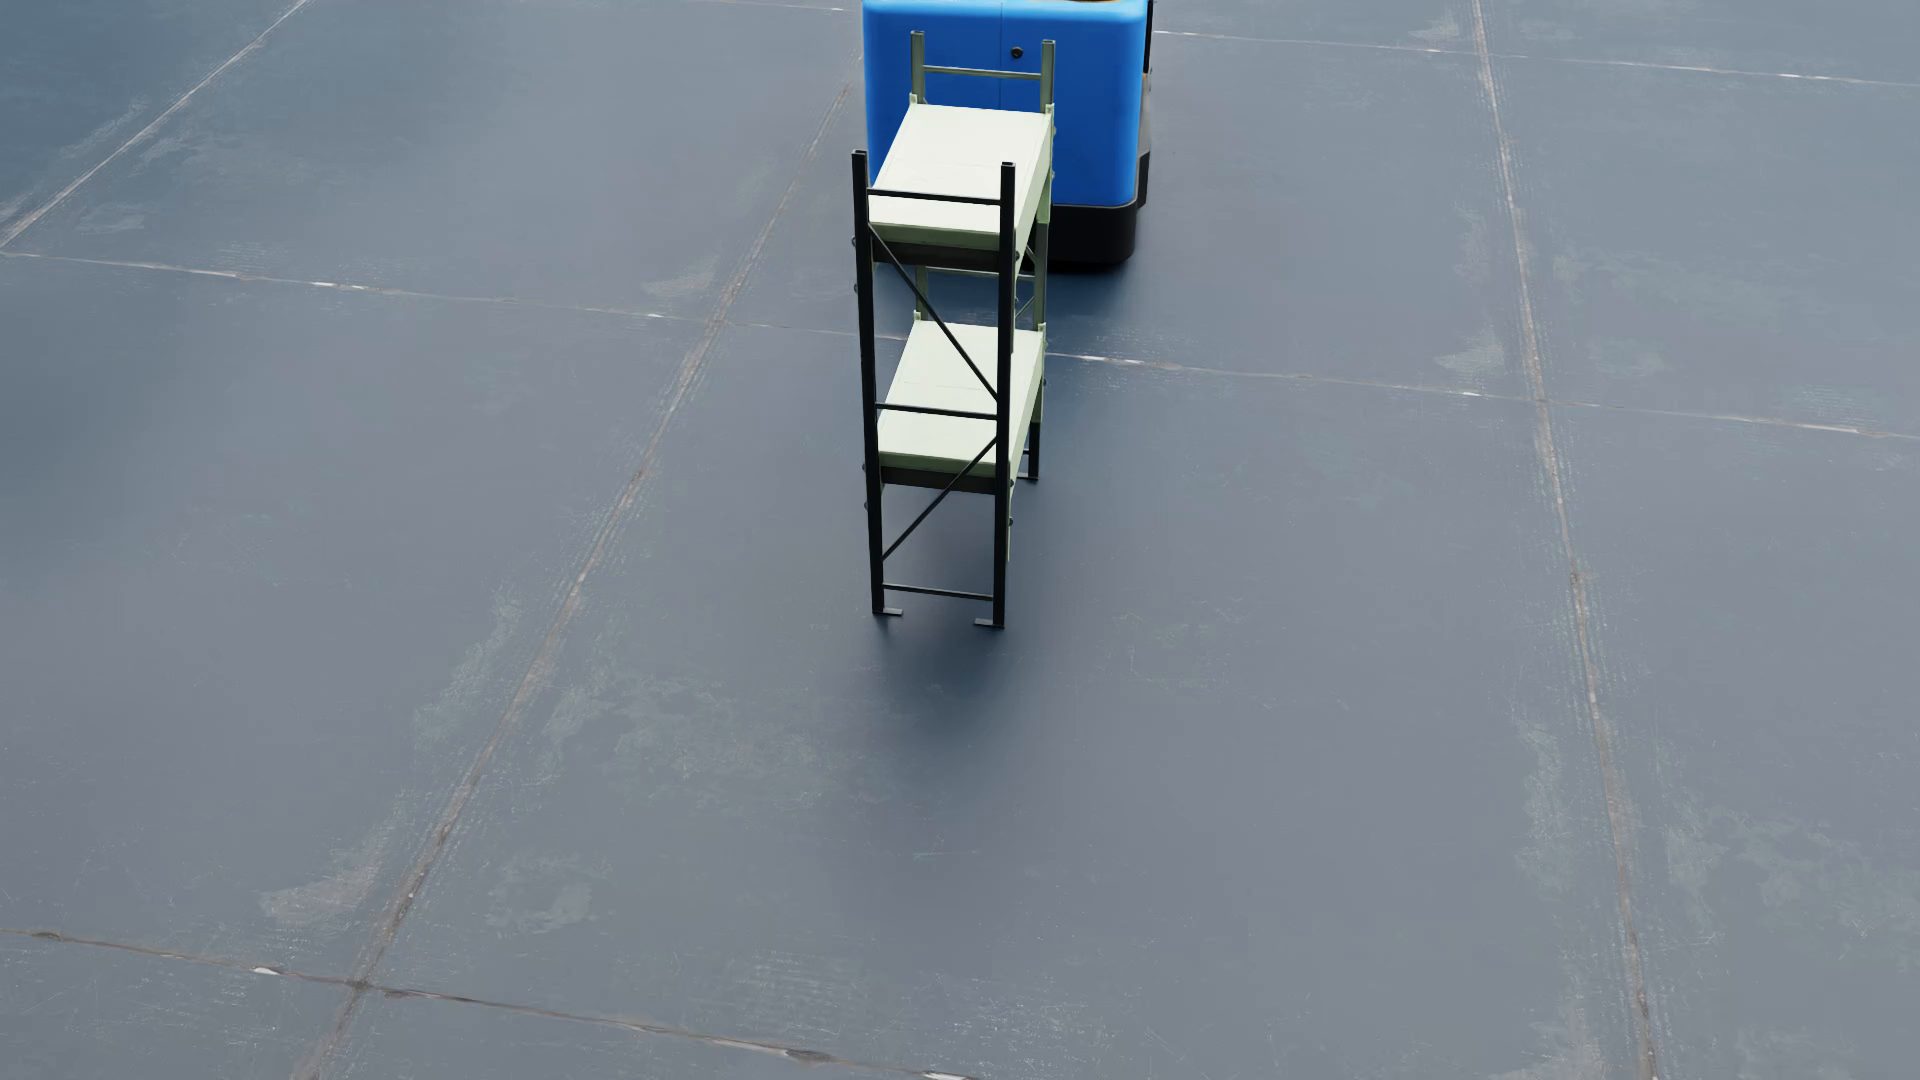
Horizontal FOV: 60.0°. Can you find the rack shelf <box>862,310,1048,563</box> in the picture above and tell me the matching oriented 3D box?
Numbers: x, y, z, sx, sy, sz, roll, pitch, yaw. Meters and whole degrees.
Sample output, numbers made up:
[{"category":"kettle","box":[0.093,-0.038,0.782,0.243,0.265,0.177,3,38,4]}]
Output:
[{"category":"rack shelf","box":[-0.001,-0.323,4.975,0.431,0.370,0.720,6,40,8]}]

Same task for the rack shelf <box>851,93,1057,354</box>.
[{"category":"rack shelf","box":[-0.001,-0.875,4.518,0.431,0.370,0.720,6,40,8]}]

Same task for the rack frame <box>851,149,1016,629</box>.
[{"category":"rack frame","box":[-0.064,-0.344,4.489,0.400,1.500,0.023,6,40,8]}]

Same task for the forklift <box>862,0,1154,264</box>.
[{"category":"forklift","box":[0.309,-3.131,6.736,1.130,2.935,3.031,4,40,5]}]

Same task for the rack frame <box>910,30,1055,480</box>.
[{"category":"rack frame","box":[0.062,-0.804,5.045,0.400,1.500,0.023,6,40,8]}]

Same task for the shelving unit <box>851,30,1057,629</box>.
[{"category":"shelving unit","box":[-0.001,-0.574,4.767,0.431,1.500,0.755,6,40,8]}]
